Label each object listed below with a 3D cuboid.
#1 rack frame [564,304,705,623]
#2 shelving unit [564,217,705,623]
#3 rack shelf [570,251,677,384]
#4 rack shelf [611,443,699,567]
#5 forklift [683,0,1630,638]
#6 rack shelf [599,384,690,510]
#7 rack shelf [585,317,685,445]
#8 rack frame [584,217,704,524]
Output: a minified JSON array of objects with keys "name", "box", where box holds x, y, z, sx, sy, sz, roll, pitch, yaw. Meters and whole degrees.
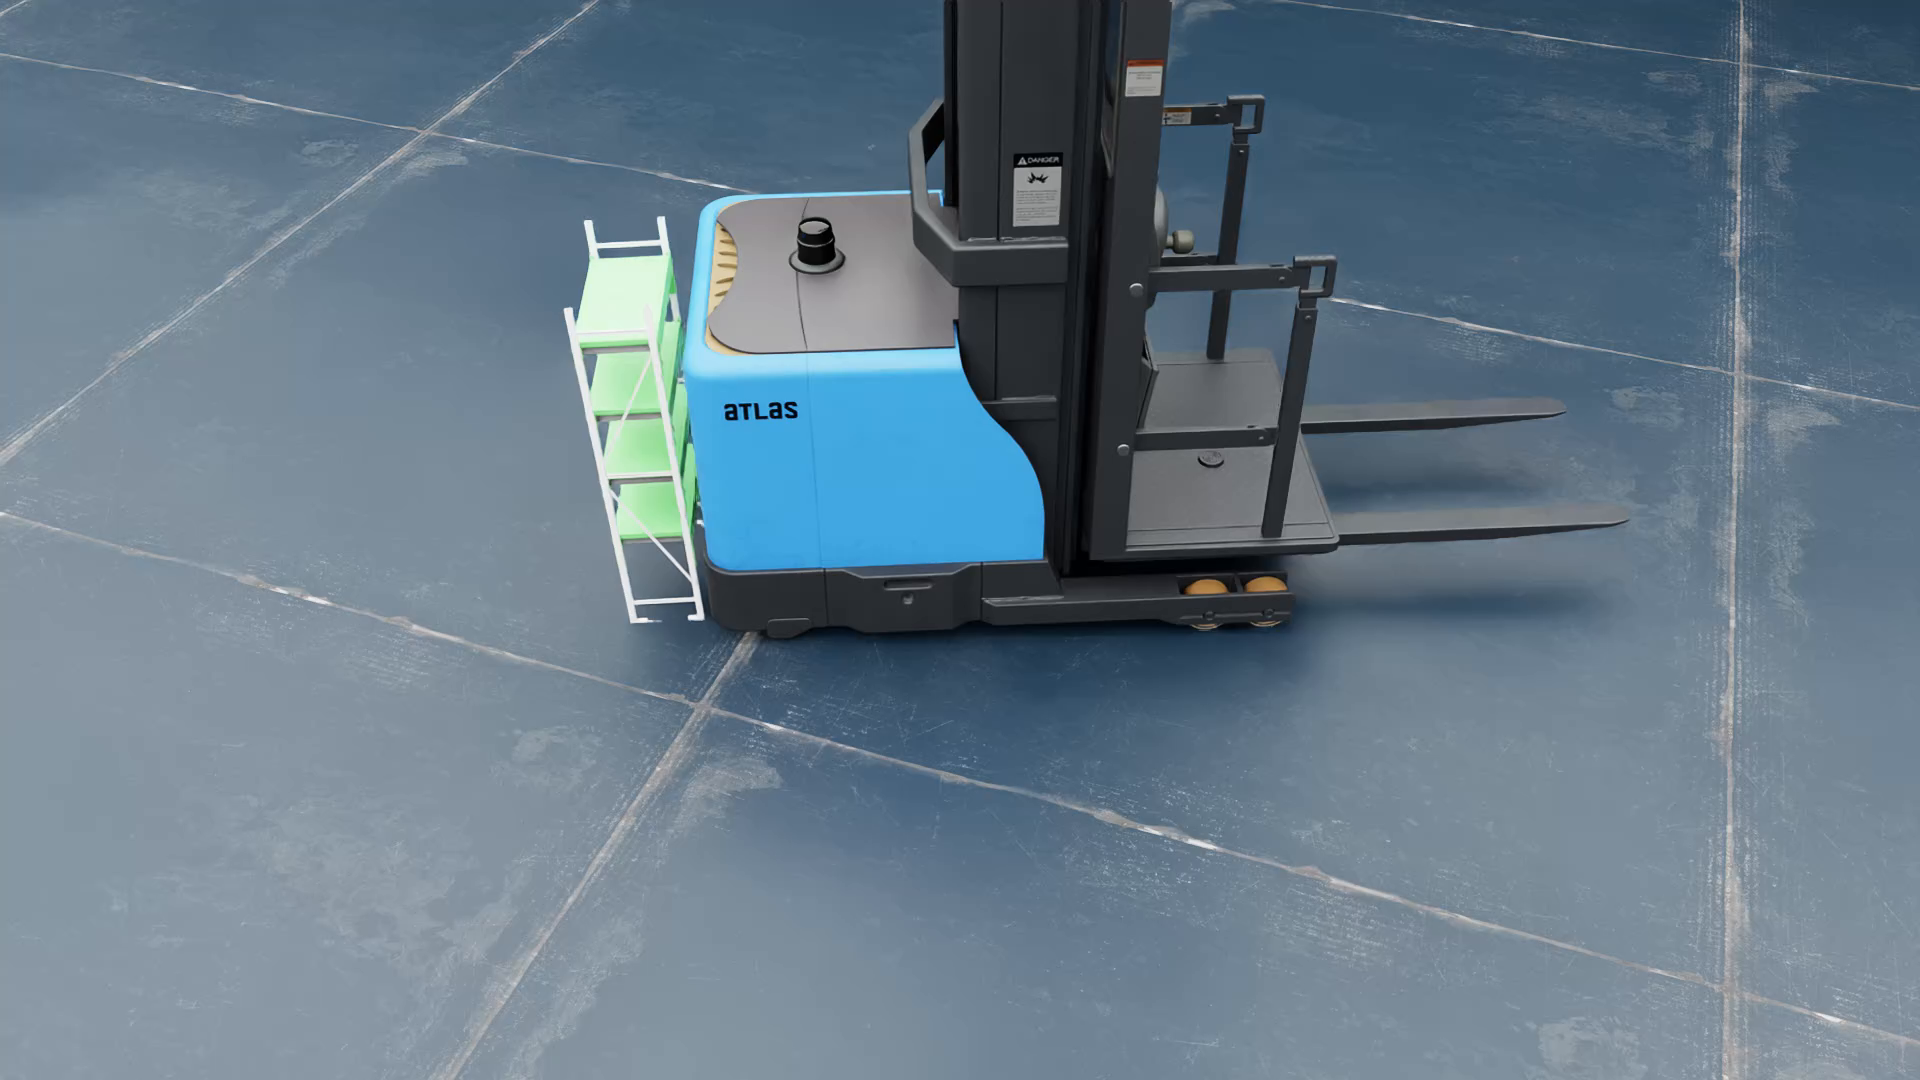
[{"name":"rack frame","box":[-0.972,-0.196,5.049,0.240,1.200,0.015,-3,41,-1]},{"name":"shelving unit","box":[-0.985,-0.354,5.235,0.258,1.200,0.503,-3,41,-1]},{"name":"rack shelf","box":[-0.997,-0.670,4.964,0.258,0.148,0.480,-3,41,-1]},{"name":"rack shelf","box":[-0.977,-0.123,5.432,0.258,0.148,0.480,-3,41,-1]},{"name":"forklift","box":[0.681,-1.168,4.861,3.031,2.935,1.130,-2,41,-3]},{"name":"rack shelf","box":[-0.984,-0.305,5.276,0.258,0.148,0.480,-3,41,-1]},{"name":"rack shelf","box":[-0.990,-0.488,5.120,0.258,0.148,0.480,-3,41,-1]},{"name":"rack frame","box":[-0.999,-0.512,5.420,0.240,1.200,0.015,-3,41,-1]}]
